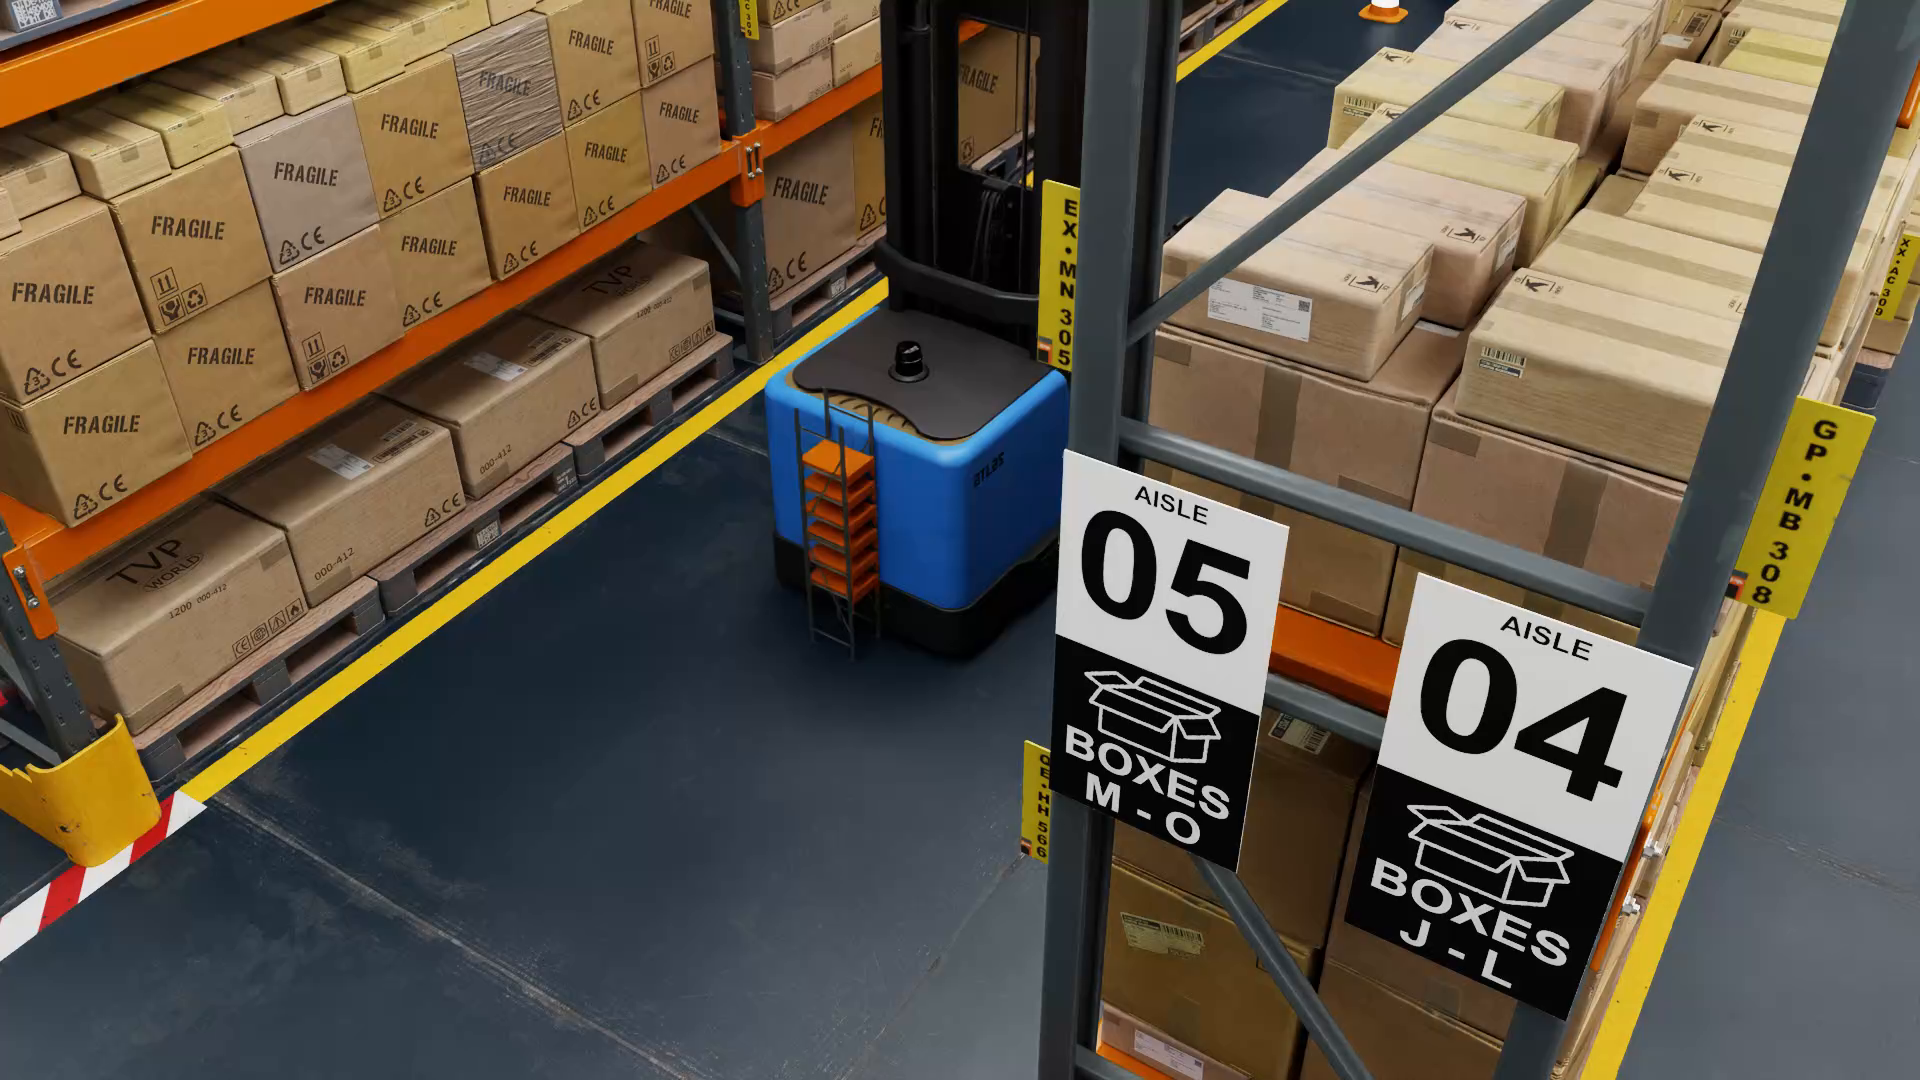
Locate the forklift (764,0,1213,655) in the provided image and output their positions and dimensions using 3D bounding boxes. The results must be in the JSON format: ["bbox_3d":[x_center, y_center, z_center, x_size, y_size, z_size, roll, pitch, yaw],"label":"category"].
[{"bbox_3d":[0.425,-1.536,7.342,1.130,2.935,3.031,23,43,27],"label":"forklift"}]

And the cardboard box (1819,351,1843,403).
[{"bbox_3d":[1.371,-0.228,3.255,0.500,0.250,0.500,23,43,26],"label":"cardboard box"}]

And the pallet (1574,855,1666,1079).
[{"bbox_3d":[1.790,1.350,5.825,1.003,0.211,1.213,21,42,25],"label":"pallet"}]

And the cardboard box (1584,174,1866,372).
[{"bbox_3d":[1.363,-0.418,3.093,0.500,0.250,0.500,21,42,25],"label":"cardboard box"}]

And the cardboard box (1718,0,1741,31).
[{"bbox_3d":[2.176,-1.214,4.125,0.500,0.250,0.500,23,43,27],"label":"cardboard box"}]

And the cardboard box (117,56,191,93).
[{"bbox_3d":[-3.029,-1.719,6.090,0.380,0.149,0.250,21,42,25],"label":"cardboard box"}]

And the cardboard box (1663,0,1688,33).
[{"bbox_3d":[1.538,-1.356,3.982,0.380,0.149,0.250,20,42,24],"label":"cardboard box"}]

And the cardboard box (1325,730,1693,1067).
[{"bbox_3d":[1.094,0.621,3.343,0.500,0.500,0.500,21,42,25],"label":"cardboard box"}]

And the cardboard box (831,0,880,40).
[{"bbox_3d":[-0.732,-2.862,8.719,0.500,0.250,0.500,22,43,26],"label":"cardboard box"}]

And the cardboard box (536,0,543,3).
[{"bbox_3d":[-1.853,-2.378,6.946,0.380,0.149,0.250,21,42,25],"label":"cardboard box"}]

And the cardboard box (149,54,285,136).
[{"bbox_3d":[-2.642,-1.582,5.914,0.380,0.149,0.250,22,43,26],"label":"cardboard box"}]

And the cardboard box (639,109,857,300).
[{"bbox_3d":[-1.197,-1.981,9.259,0.875,0.875,0.875,23,43,26],"label":"cardboard box"}]

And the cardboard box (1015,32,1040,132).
[{"bbox_3d":[0.241,-3.368,11.059,0.875,0.875,0.875,21,42,25],"label":"cardboard box"}]

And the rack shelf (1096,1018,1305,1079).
[{"bbox_3d":[1.701,0.573,5.140,1.077,0.370,4.000,21,42,25],"label":"rack shelf"}]

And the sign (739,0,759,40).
[{"bbox_3d":[-0.992,-2.504,7.767,0.100,0.325,0.005,21,42,25],"label":"sign"}]

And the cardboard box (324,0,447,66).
[{"bbox_3d":[-2.215,-1.970,6.417,0.380,0.149,0.250,21,42,25],"label":"cardboard box"}]

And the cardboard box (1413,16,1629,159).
[{"bbox_3d":[1.148,-0.943,3.447,0.380,0.149,0.250,20,42,24],"label":"cardboard box"}]

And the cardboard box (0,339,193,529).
[{"bbox_3d":[-3.105,-0.441,5.784,0.500,0.500,0.500,21,42,25],"label":"cardboard box"}]

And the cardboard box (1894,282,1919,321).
[{"bbox_3d":[3.372,-0.981,6.183,0.380,0.149,0.250,22,43,26],"label":"cardboard box"}]

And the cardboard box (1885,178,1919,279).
[{"bbox_3d":[2.749,-0.966,5.402,0.500,0.500,0.500,20,42,24],"label":"cardboard box"}]

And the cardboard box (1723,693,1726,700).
[{"bbox_3d":[2.738,0.512,6.377,0.380,0.149,0.250,19,42,23],"label":"cardboard box"}]

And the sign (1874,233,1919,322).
[{"bbox_3d":[3.235,-0.913,5.768,0.100,0.325,0.005,21,42,25],"label":"sign"}]

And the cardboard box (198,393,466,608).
[{"bbox_3d":[-2.852,-0.247,7.369,0.875,0.438,0.875,22,43,26],"label":"cardboard box"}]

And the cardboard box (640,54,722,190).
[{"bbox_3d":[-1.494,-2.027,7.841,0.500,0.500,0.500,22,43,26],"label":"cardboard box"}]

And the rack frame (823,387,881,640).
[{"bbox_3d":[-0.441,-0.087,6.880,0.240,1.200,0.006,23,43,27],"label":"rack frame"}]

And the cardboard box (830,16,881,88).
[{"bbox_3d":[-0.727,-2.659,8.865,0.500,0.250,0.500,20,42,24],"label":"cardboard box"}]

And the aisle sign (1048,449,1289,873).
[{"bbox_3d":[0.337,0.229,2.867,0.394,0.787,0.004,21,42,25],"label":"aisle sign"}]

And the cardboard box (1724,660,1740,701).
[{"bbox_3d":[2.850,0.533,6.593,0.380,0.149,0.250,22,43,26],"label":"cardboard box"}]

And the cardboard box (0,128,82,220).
[{"bbox_3d":[-3.100,-1.192,5.407,0.380,0.149,0.250,22,43,26],"label":"cardboard box"}]

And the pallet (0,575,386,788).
[{"bbox_3d":[-3.242,0.418,7.035,1.003,0.211,1.213,21,42,25],"label":"pallet"}]

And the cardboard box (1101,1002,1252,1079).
[{"bbox_3d":[0.565,1.158,3.997,0.380,0.149,0.250,21,42,25],"label":"cardboard box"}]

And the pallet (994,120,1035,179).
[{"bbox_3d":[0.195,-2.886,11.321,1.003,0.211,1.213,21,42,25],"label":"pallet"}]

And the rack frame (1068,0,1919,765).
[{"bbox_3d":[0.629,-1.057,1.751,1.000,3.000,0.127,21,42,25],"label":"rack frame"}]

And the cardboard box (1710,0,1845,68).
[{"bbox_3d":[1.852,-1.049,3.584,0.380,0.149,0.250,23,43,27],"label":"cardboard box"}]

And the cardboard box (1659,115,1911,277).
[{"bbox_3d":[1.485,-0.625,3.034,0.380,0.149,0.250,22,43,26],"label":"cardboard box"}]

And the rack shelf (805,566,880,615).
[{"bbox_3d":[-0.492,0.184,6.994,0.258,0.103,0.180,23,43,27],"label":"rack shelf"}]

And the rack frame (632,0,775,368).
[{"bbox_3d":[-1.462,-2.310,8.290,1.000,3.000,0.127,21,42,25],"label":"rack frame"}]

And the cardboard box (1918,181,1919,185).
[{"bbox_3d":[3.656,-1.375,6.452,0.380,0.149,0.250,22,43,25],"label":"cardboard box"}]

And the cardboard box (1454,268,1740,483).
[{"bbox_3d":[0.995,-0.258,2.558,0.380,0.149,0.250,21,42,25],"label":"cardboard box"}]

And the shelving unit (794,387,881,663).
[{"bbox_3d":[-0.492,-0.041,6.820,0.258,1.200,0.189,23,43,27],"label":"shelving unit"}]

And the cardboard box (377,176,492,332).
[{"bbox_3d":[-2.315,-1.231,6.809,0.500,0.500,0.500,23,43,27],"label":"cardboard box"}]

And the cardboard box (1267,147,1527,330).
[{"bbox_3d":[0.756,-0.535,2.917,0.380,0.149,0.250,22,43,26],"label":"cardboard box"}]

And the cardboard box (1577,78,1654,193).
[{"bbox_3d":[1.211,-0.856,3.660,0.500,0.250,0.500,22,43,26],"label":"cardboard box"}]

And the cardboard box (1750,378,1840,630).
[{"bbox_3d":[1.926,-0.166,4.364,0.500,0.500,0.500,20,42,24],"label":"cardboard box"}]

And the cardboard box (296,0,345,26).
[{"bbox_3d":[-2.682,-2.146,6.645,0.380,0.149,0.250,21,42,25],"label":"cardboard box"}]

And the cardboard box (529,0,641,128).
[{"bbox_3d":[-1.760,-2.153,7.186,0.500,0.500,0.500,21,42,24],"label":"cardboard box"}]

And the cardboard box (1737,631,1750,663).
[{"bbox_3d":[2.205,-0.036,5.014,0.500,0.500,0.500,21,42,25],"label":"cardboard box"}]

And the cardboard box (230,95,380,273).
[{"bbox_3d":[-2.567,-1.375,6.176,0.500,0.500,0.500,21,42,25],"label":"cardboard box"}]

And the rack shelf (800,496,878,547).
[{"bbox_3d":[-0.493,-0.101,6.774,0.258,0.103,0.180,23,43,27],"label":"rack shelf"}]
